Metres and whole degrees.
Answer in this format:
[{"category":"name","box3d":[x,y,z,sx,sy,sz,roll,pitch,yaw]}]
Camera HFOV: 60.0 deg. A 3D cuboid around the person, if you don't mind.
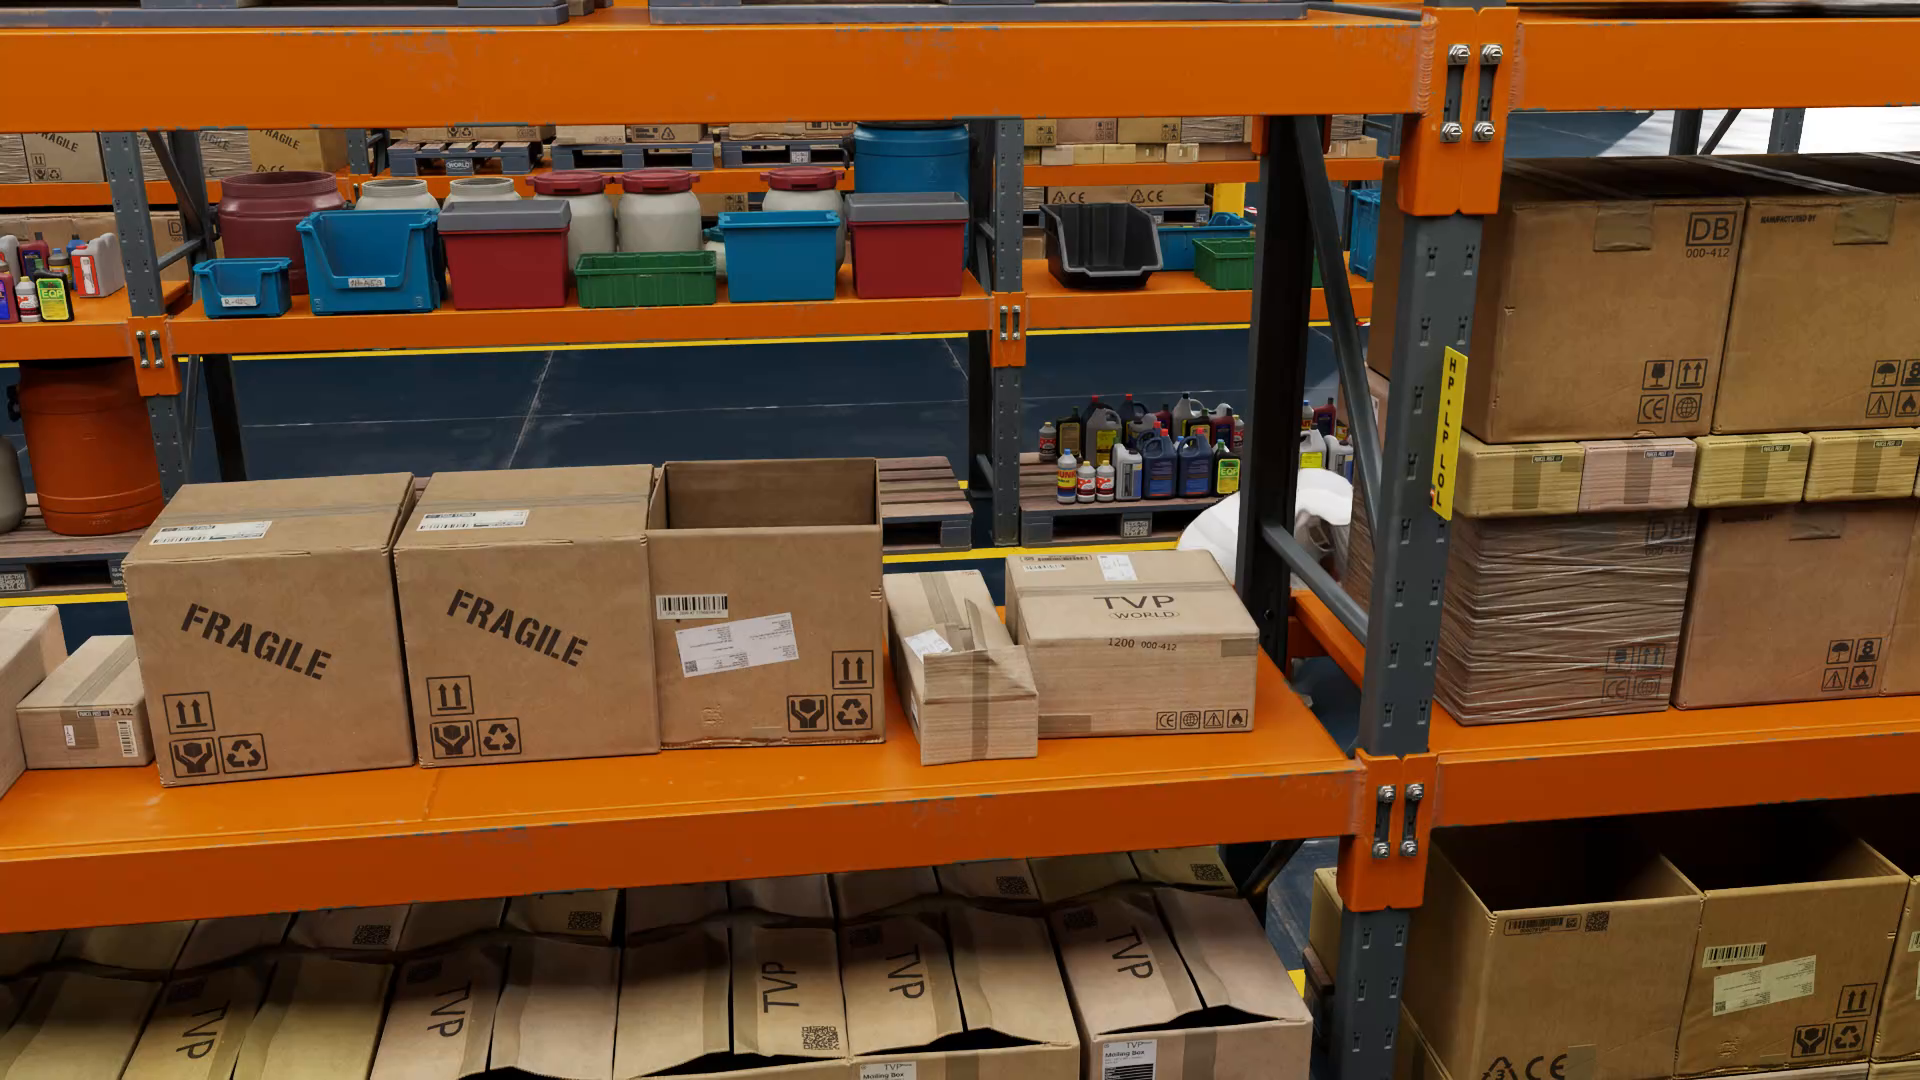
[{"category":"person","box3d":[1.348,0.176,6.724,0.953,0.994,0.541,-3,20,-10]}]
